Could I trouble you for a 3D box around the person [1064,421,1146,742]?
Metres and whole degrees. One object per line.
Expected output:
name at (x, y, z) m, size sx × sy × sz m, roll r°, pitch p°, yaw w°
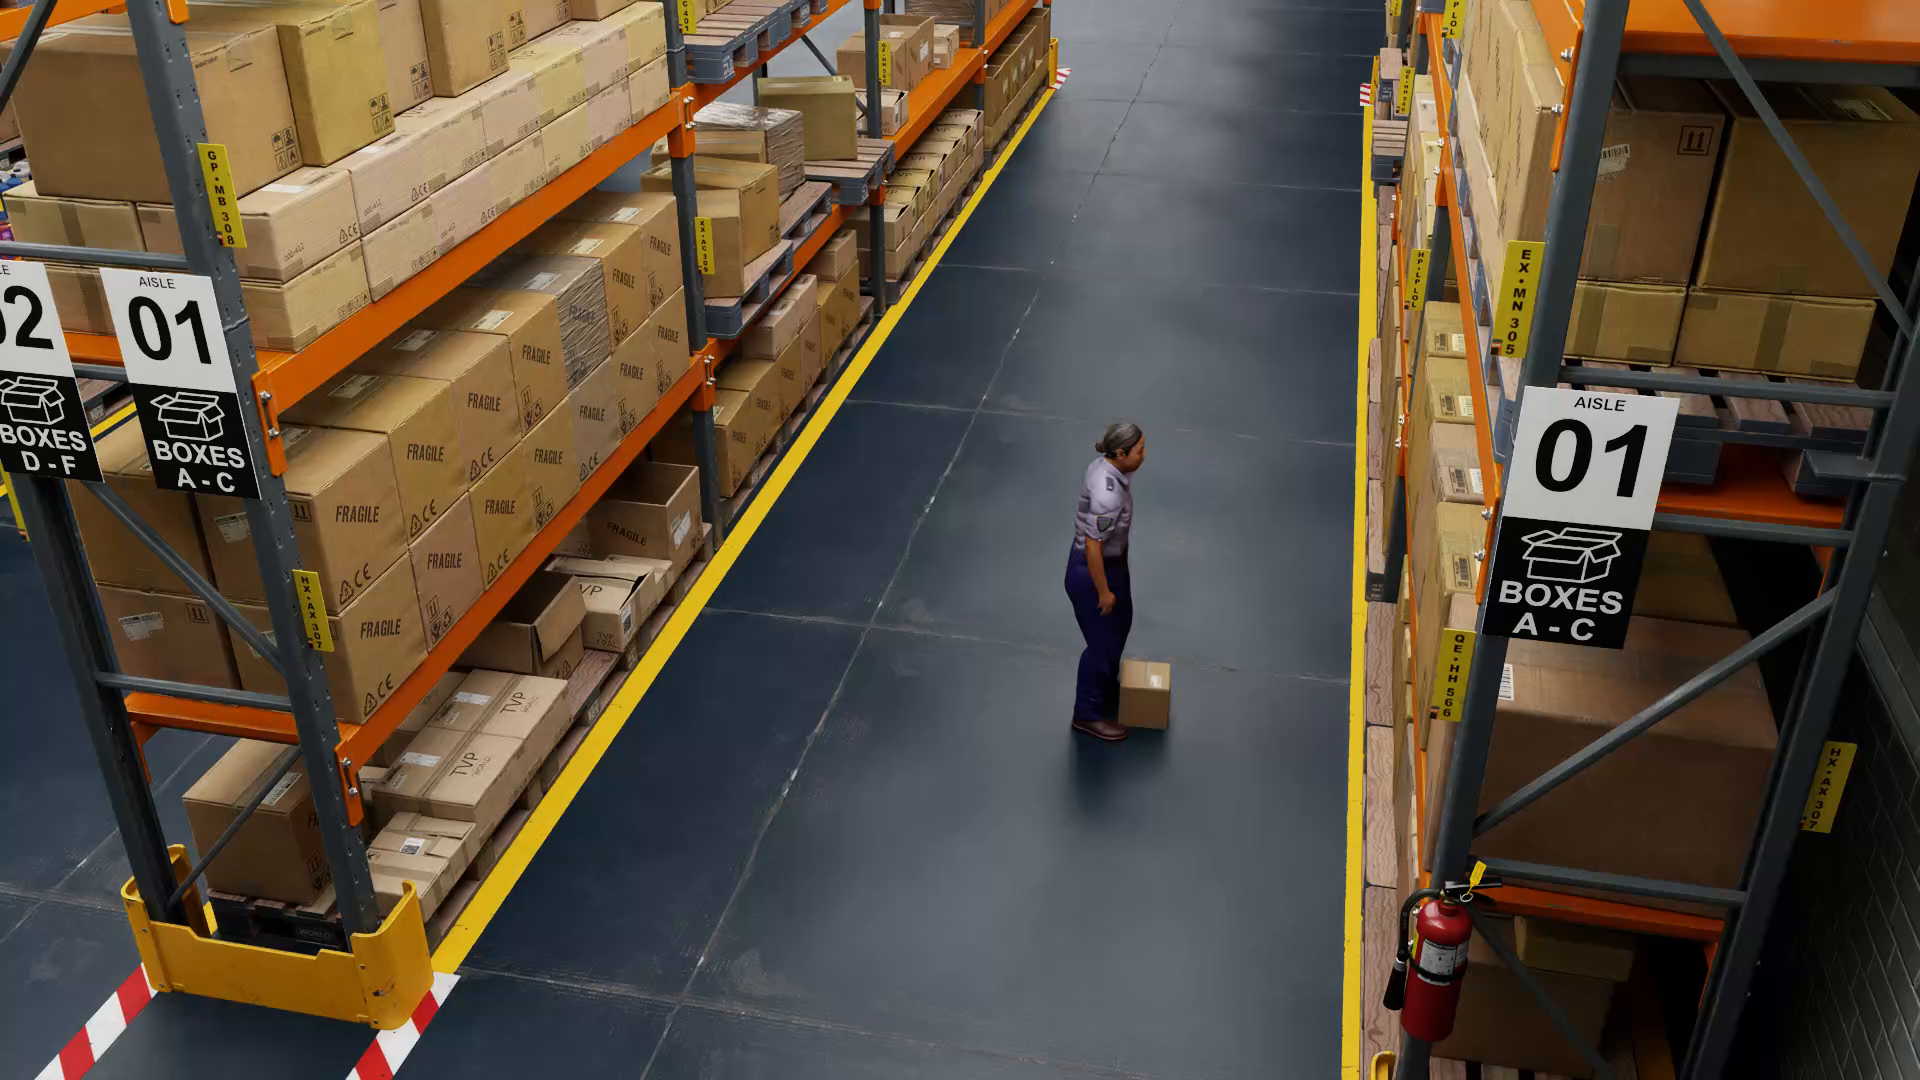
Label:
person at (0.743, 0.179, 8.312) m, size 0.424 × 1.636 × 0.546 m, roll 5°, pitch 29°, yaw 9°
